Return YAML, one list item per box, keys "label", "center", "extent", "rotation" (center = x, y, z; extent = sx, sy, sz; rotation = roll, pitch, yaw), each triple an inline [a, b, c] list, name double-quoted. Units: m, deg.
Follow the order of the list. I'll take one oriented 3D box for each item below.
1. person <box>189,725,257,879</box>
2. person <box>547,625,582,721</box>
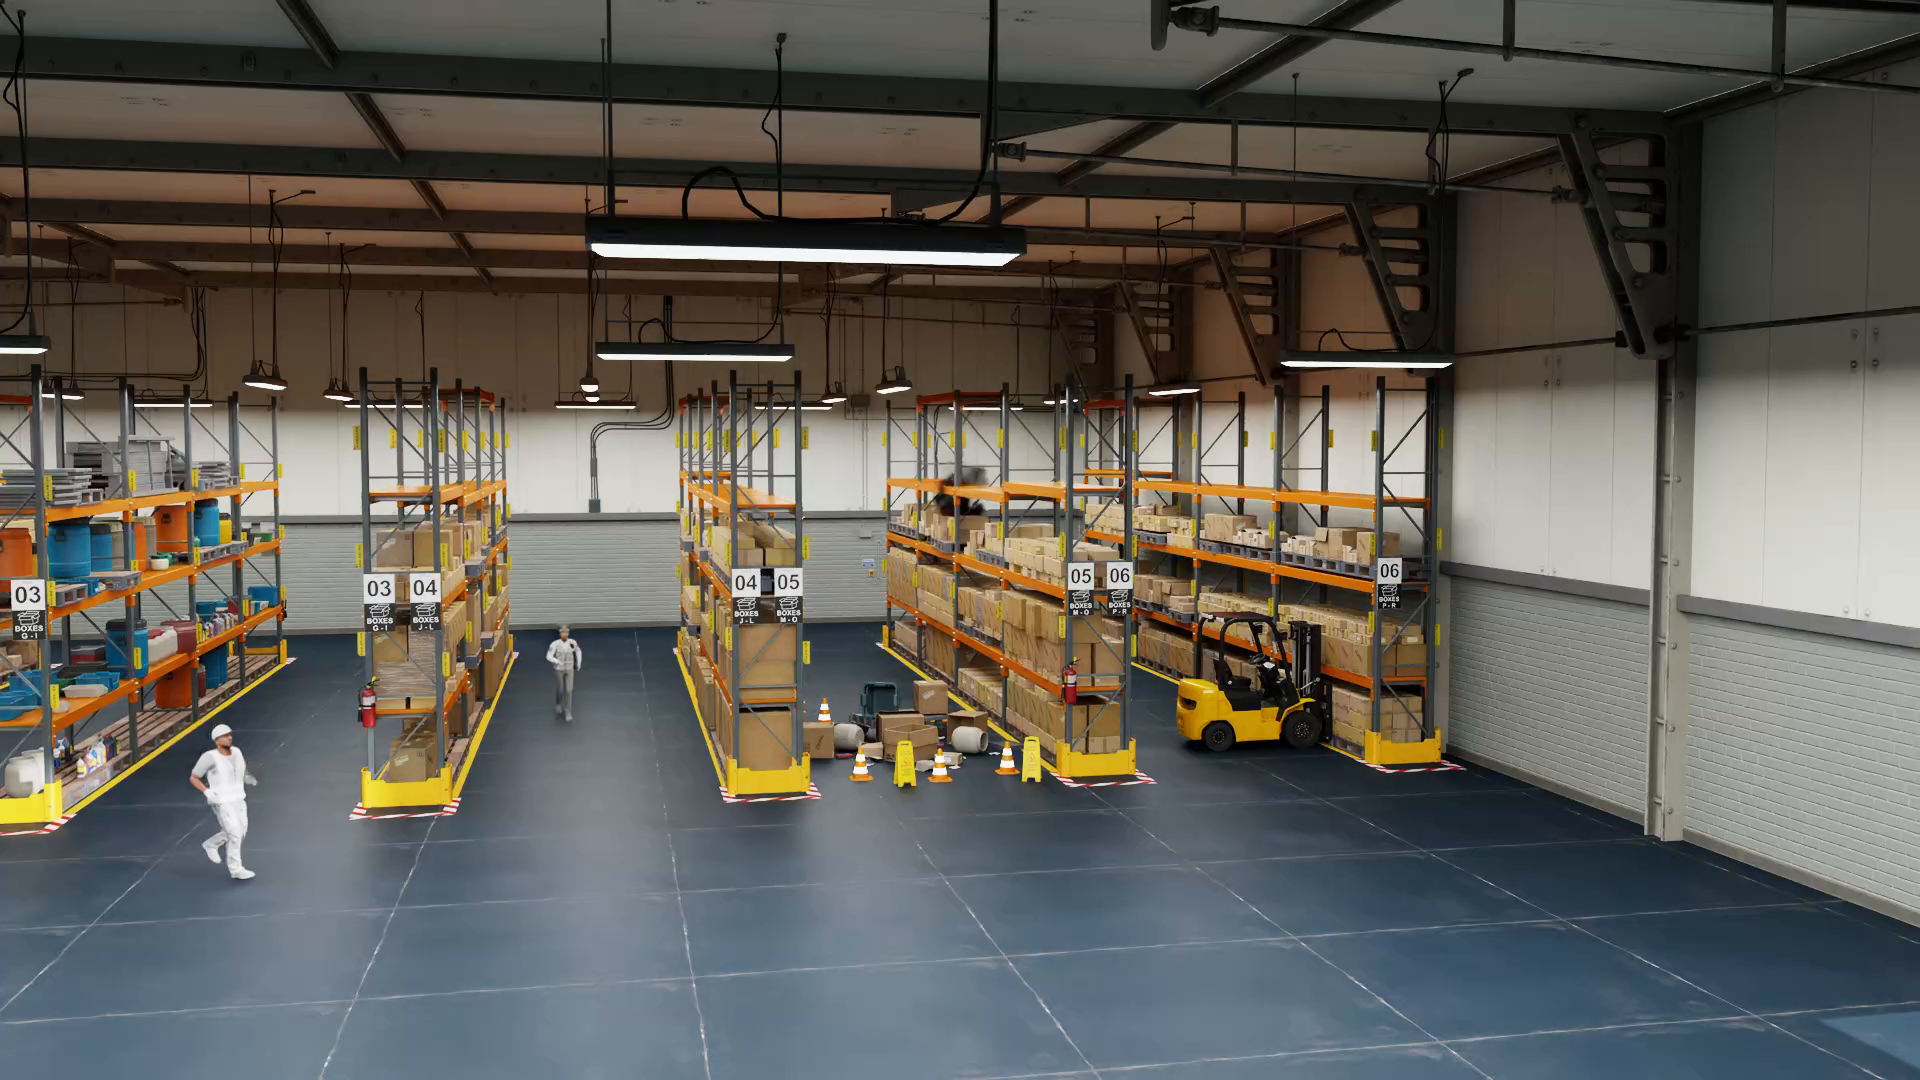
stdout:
- label: "person"
  center: [-8.443, 2.992, 19.086]
  extent: [0.839, 1.752, 0.697]
  rotation: [1, 4, 21]
- label: "person"
  center: [-7.143, 2.371, 30.043]
  extent: [0.638, 1.715, 0.818]
  rotation: [-1, 4, -20]
